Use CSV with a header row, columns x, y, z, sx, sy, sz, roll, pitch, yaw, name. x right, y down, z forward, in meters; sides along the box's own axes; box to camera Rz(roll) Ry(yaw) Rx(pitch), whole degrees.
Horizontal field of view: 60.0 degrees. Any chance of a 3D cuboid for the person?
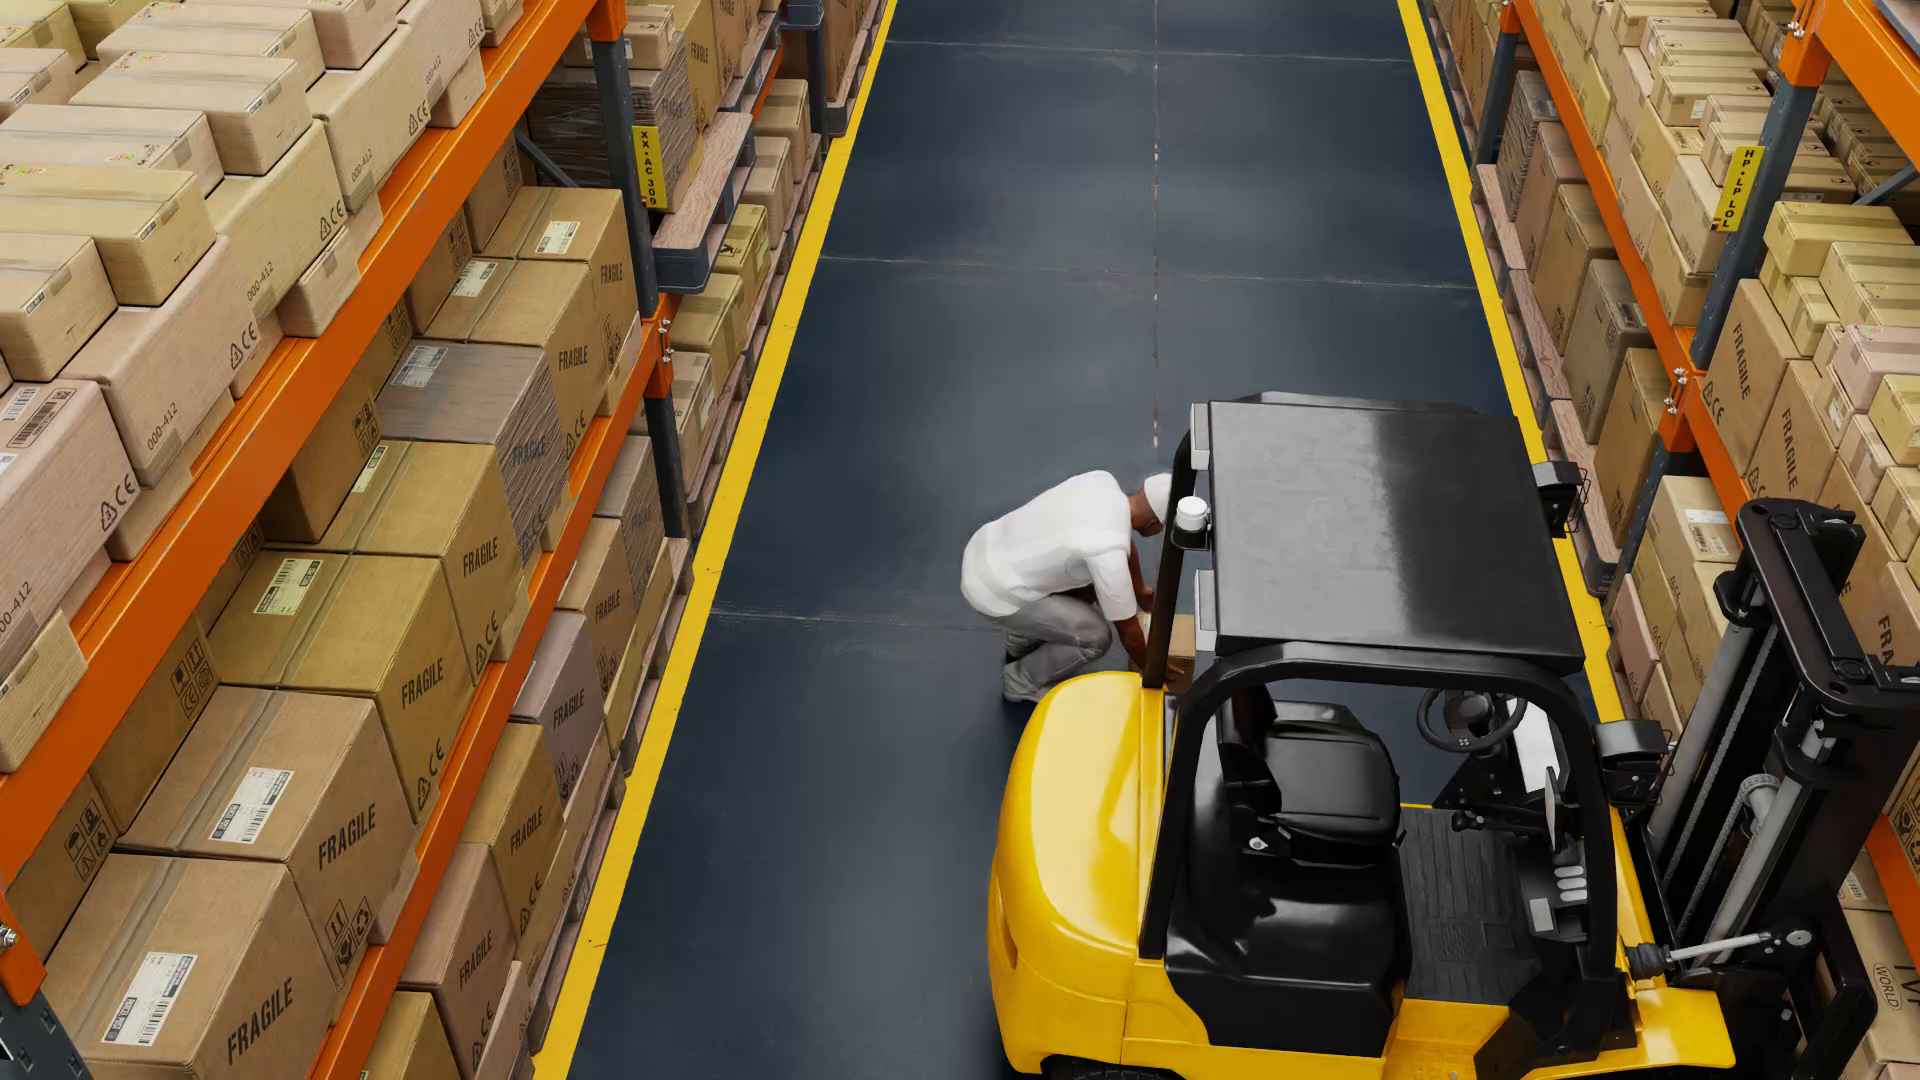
x,y,z,sx,sy,sz,roll,pitch,yaw,name
0.462,0.144,6.571,0.881,0.994,0.584,3,40,4,person
